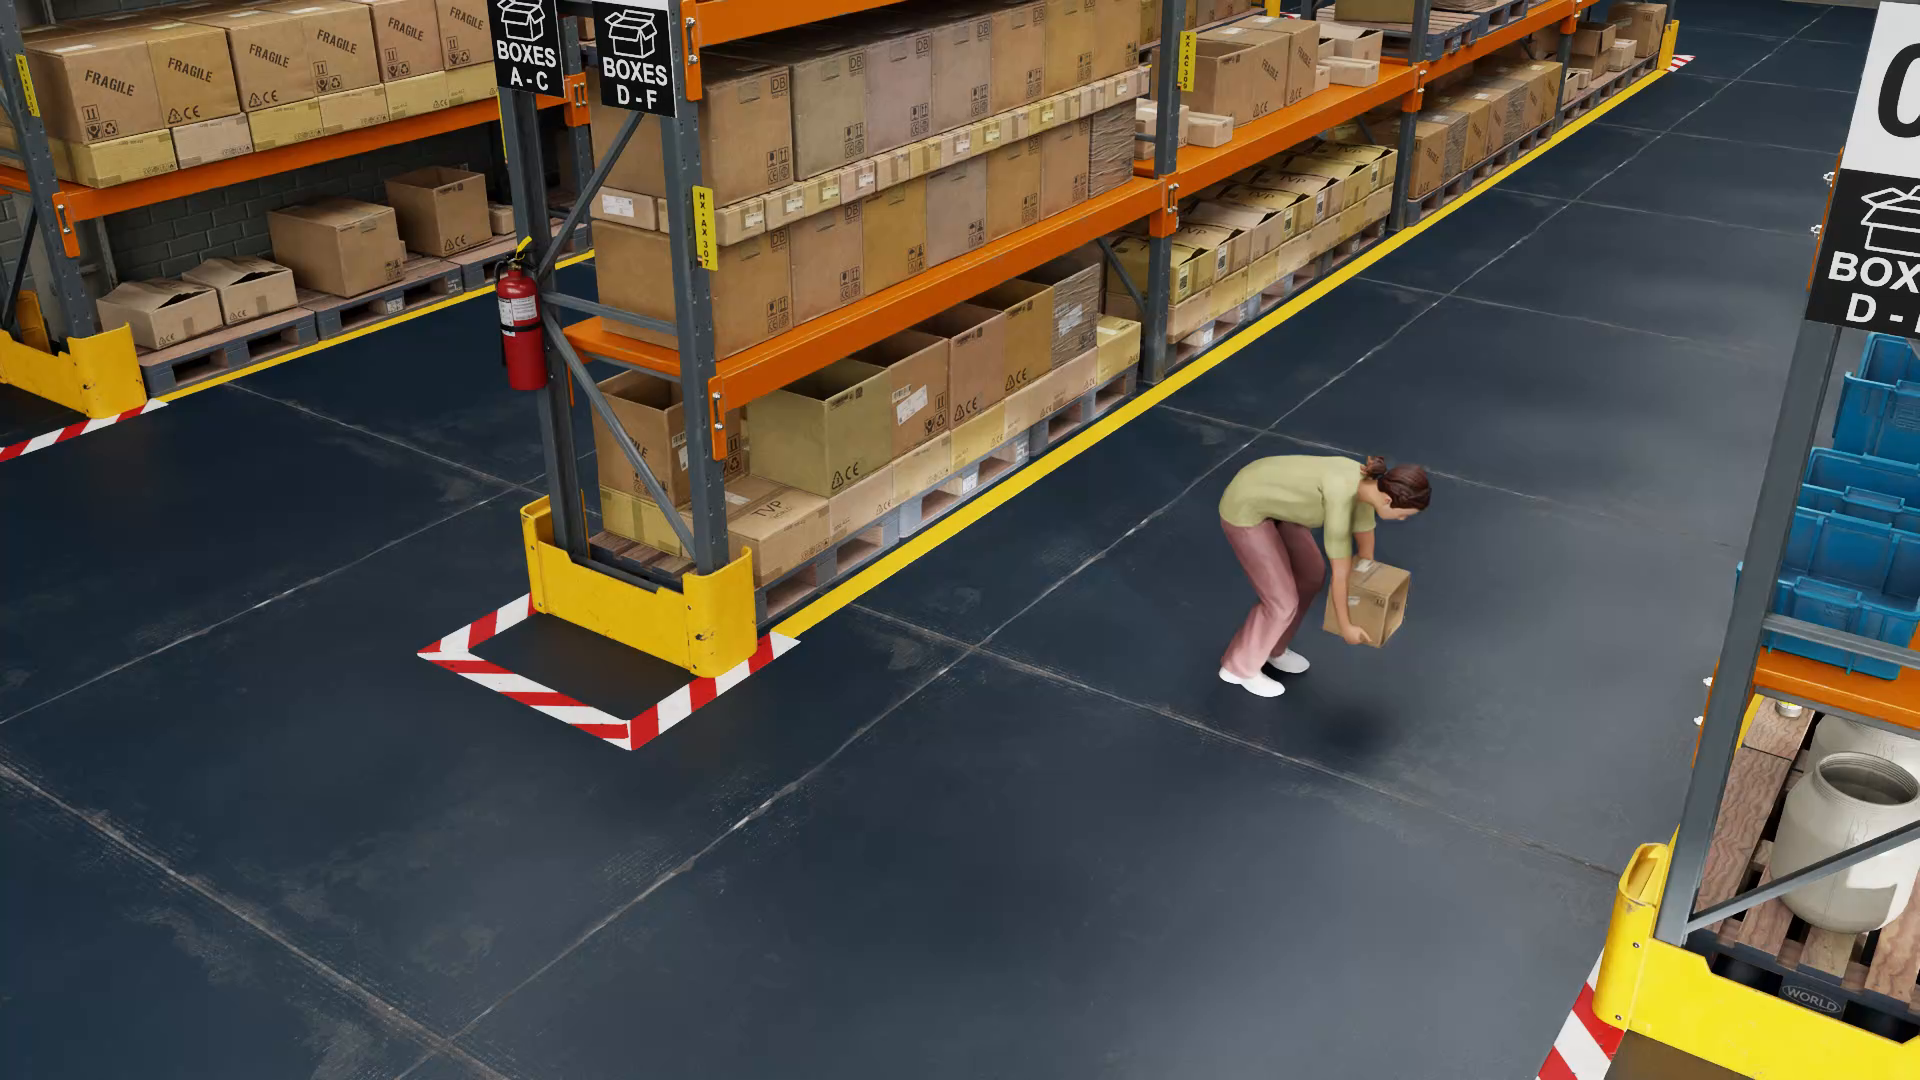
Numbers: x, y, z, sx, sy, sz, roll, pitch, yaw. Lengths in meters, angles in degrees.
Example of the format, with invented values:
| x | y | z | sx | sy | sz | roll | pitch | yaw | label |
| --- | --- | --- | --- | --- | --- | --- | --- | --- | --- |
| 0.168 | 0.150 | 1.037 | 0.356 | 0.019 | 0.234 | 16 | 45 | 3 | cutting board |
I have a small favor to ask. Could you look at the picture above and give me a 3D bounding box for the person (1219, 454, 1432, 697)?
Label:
| x | y | z | sx | sy | sz | roll | pitch | yaw | label |
| --- | --- | --- | --- | --- | --- | --- | --- | --- | --- |
| 1.489 | 0.131 | 6.949 | 0.854 | 1.142 | 0.447 | 16 | 31 | 28 | person |
